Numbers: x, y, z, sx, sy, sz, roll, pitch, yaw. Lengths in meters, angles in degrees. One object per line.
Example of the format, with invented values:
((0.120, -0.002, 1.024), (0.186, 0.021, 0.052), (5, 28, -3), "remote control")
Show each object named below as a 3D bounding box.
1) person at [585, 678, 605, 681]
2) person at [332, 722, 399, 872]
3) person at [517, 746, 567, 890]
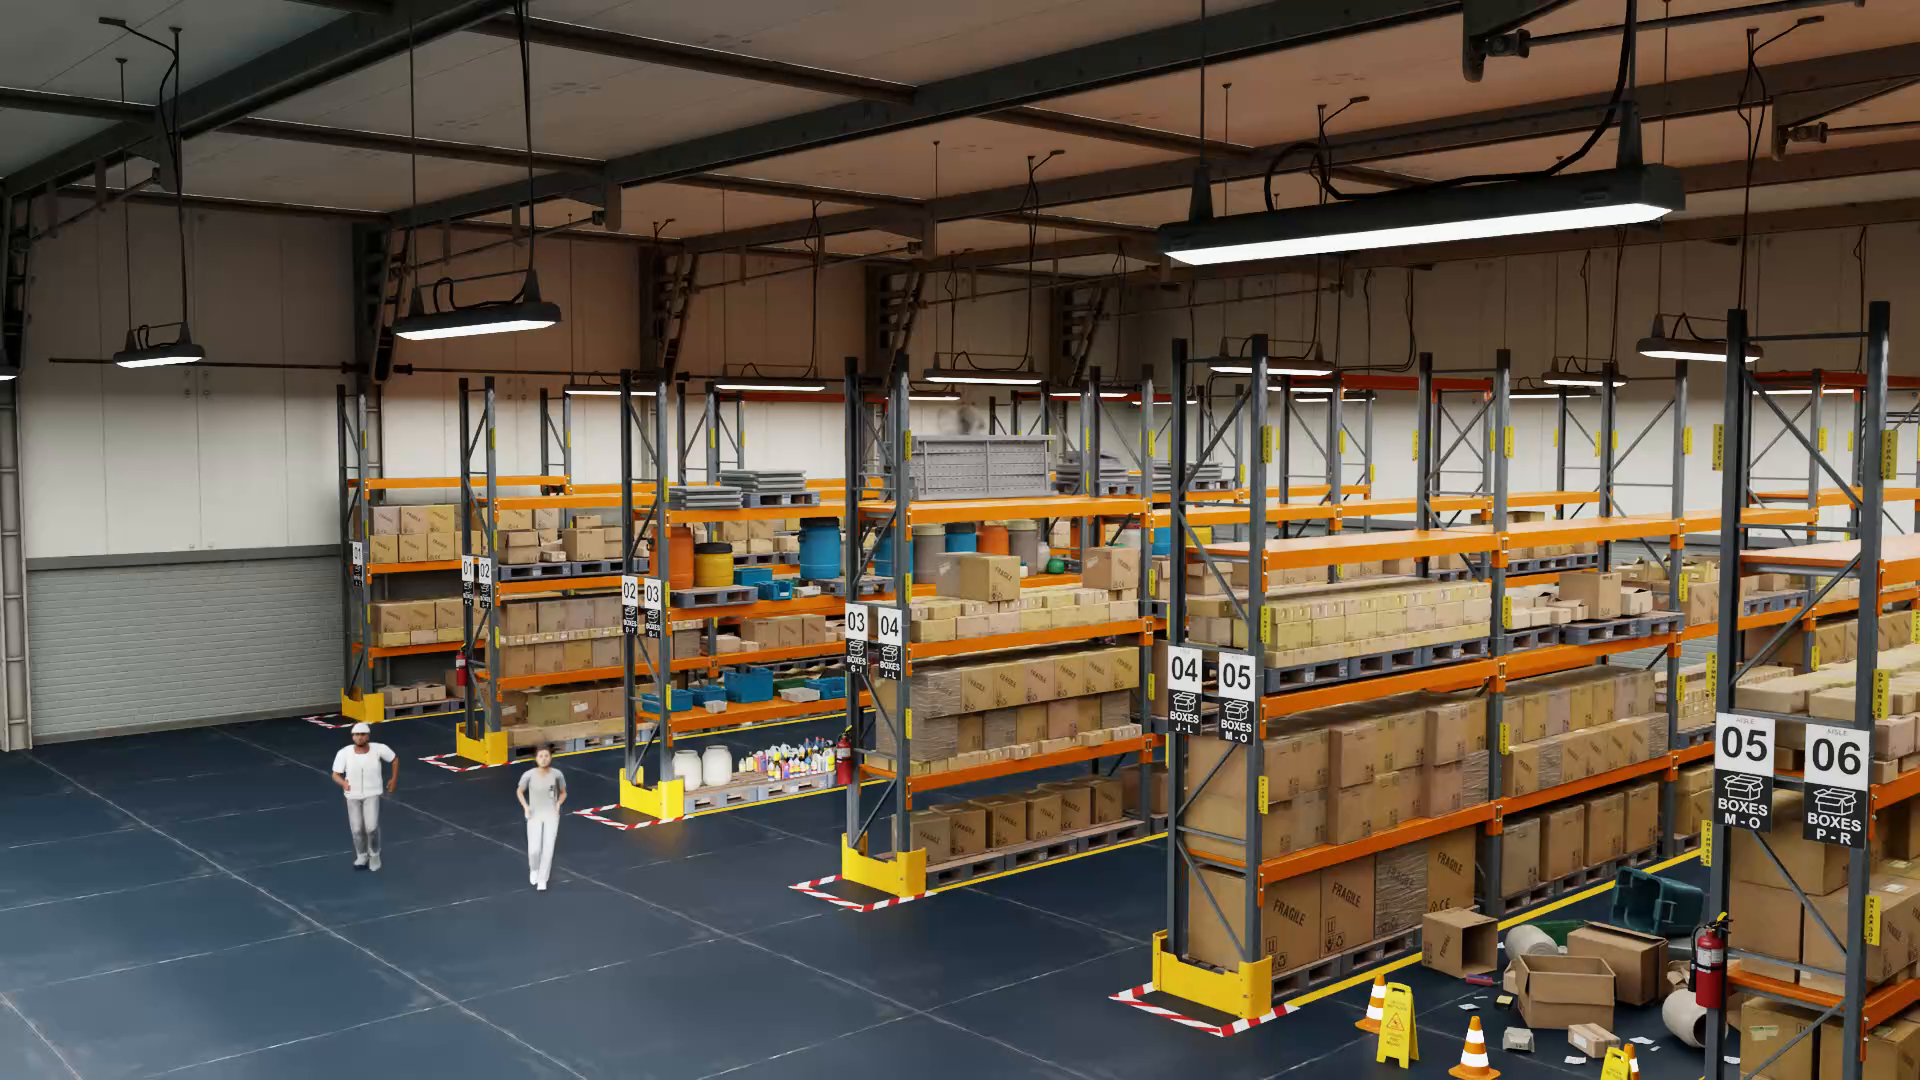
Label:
((-6.410, 2.402, 29.253), (0.675, 1.681, 0.830), (4, 5, 43), "person")
((-6.971, 3.022, 19.480), (0.724, 1.789, 0.695), (-1, 4, -14), "person")
((-4.672, 3.120, 18.634), (0.540, 1.626, 0.544), (-1, 4, -19), "person")
